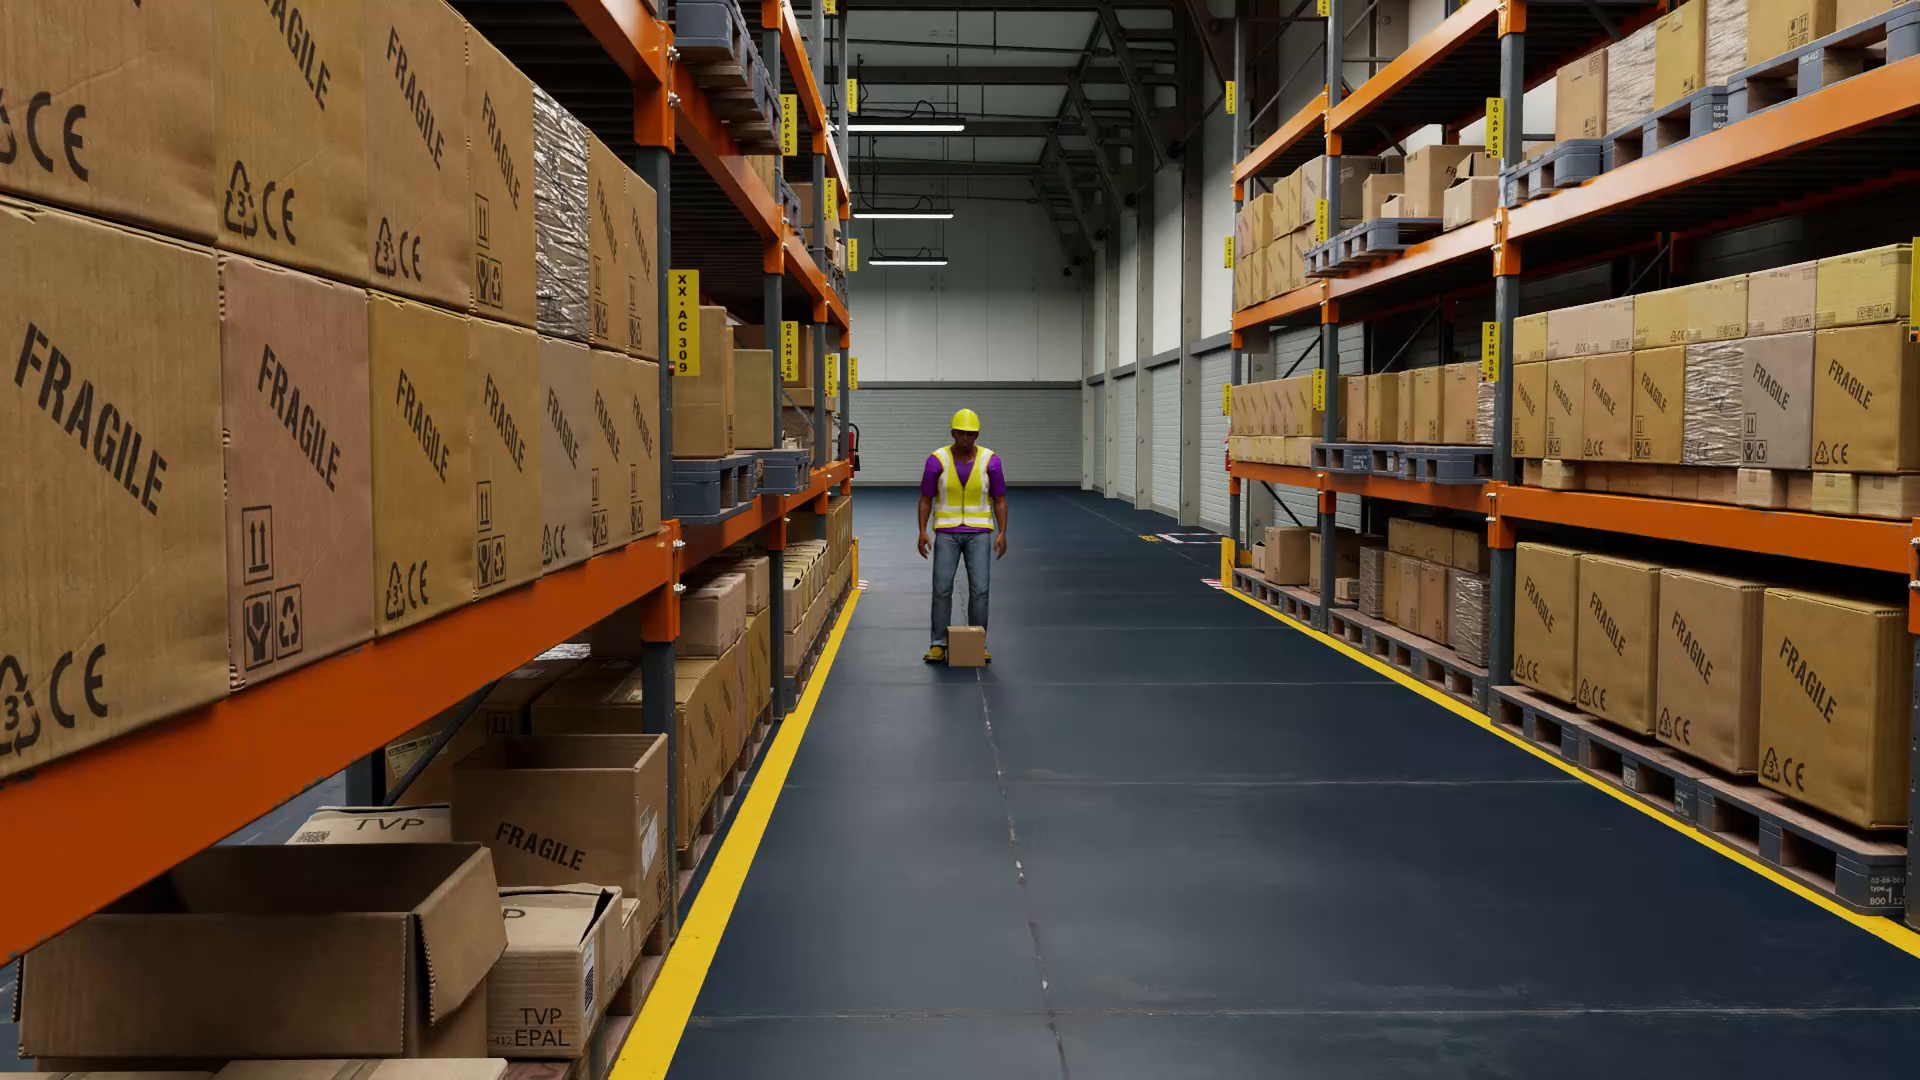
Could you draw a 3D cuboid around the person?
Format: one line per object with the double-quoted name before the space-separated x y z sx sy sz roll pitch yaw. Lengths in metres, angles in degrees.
"person" 0.017 -0.035 11.629 0.628 1.761 0.456 0 4 -1
